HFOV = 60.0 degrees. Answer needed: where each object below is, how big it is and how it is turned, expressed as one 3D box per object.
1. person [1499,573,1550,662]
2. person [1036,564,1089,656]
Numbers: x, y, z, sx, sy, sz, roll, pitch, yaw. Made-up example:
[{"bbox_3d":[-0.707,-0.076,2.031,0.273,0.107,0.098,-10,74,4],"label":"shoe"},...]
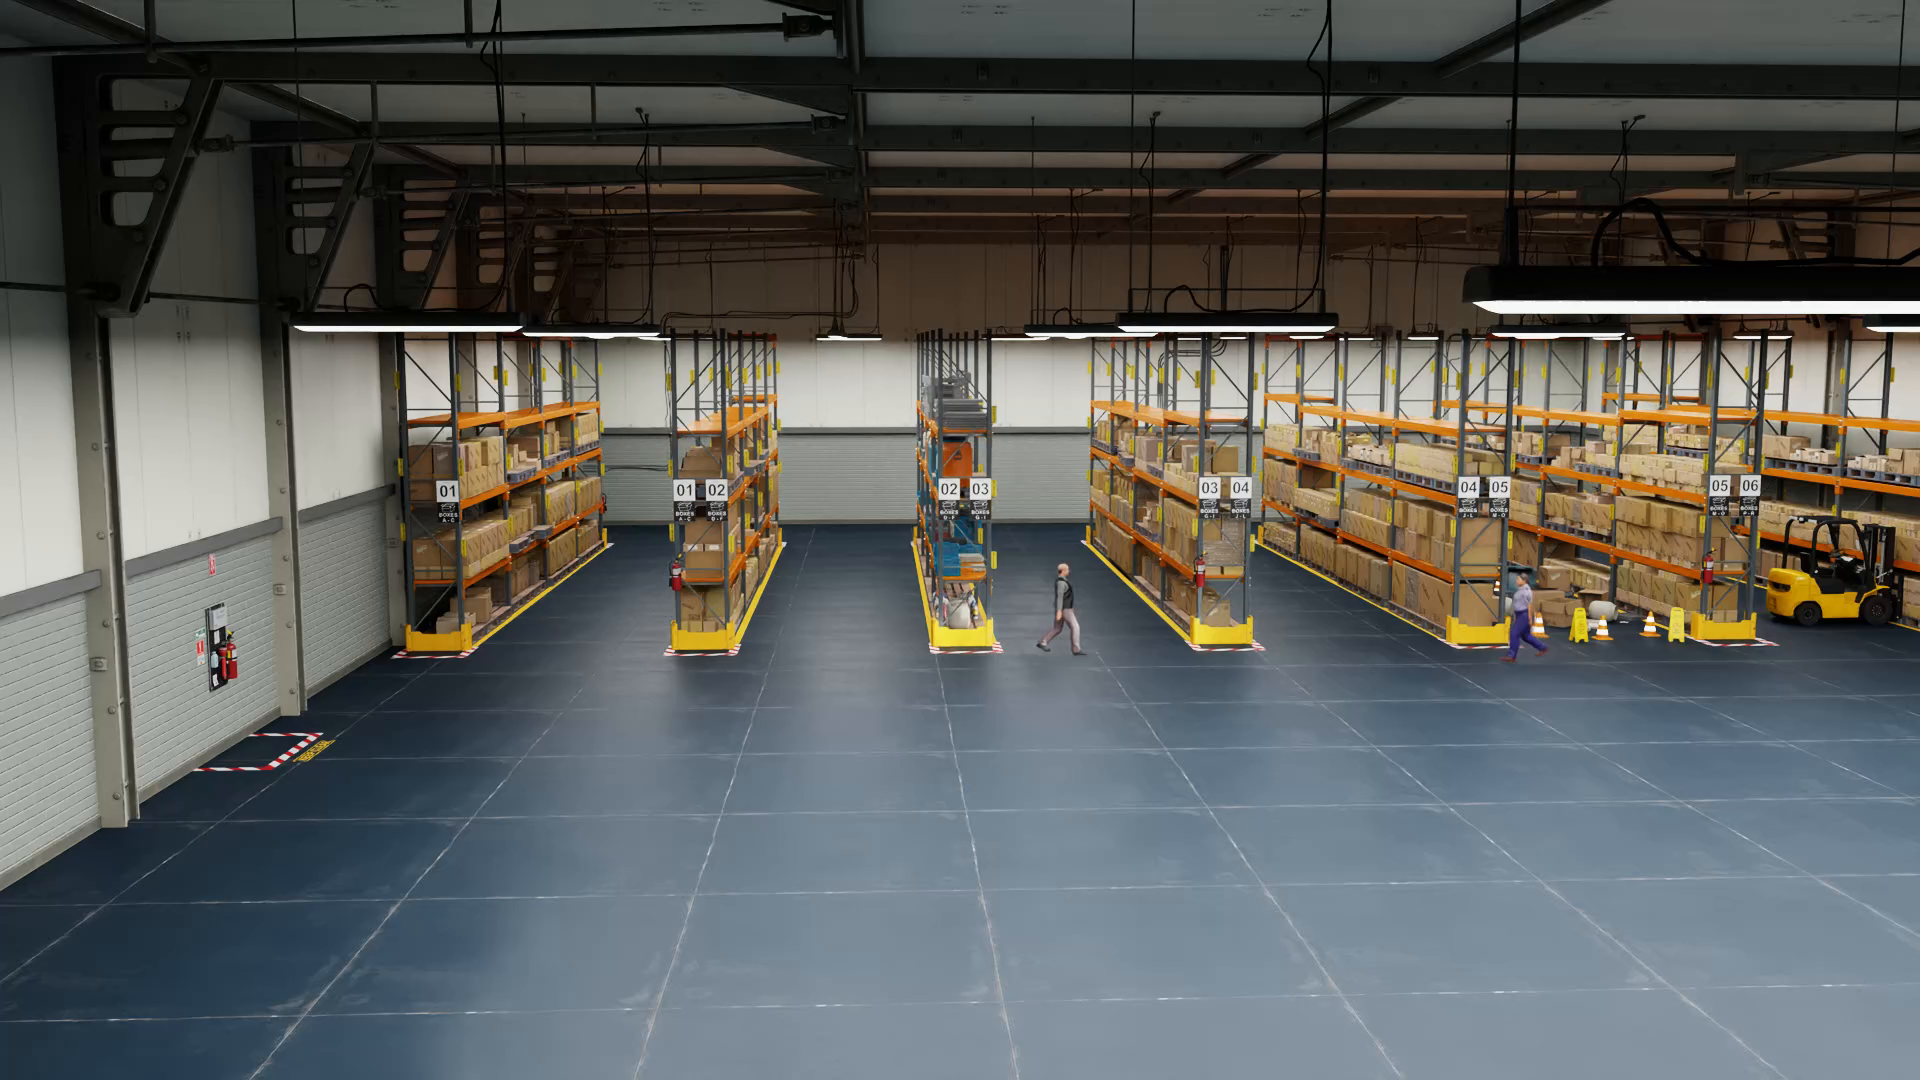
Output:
[{"bbox_3d":[10.201,1.399,29.951,0.962,1.590,0.481,0,7,0],"label":"person"},{"bbox_3d":[1.889,1.275,30.730,0.903,1.682,0.561,-1,7,-9],"label":"person"}]
